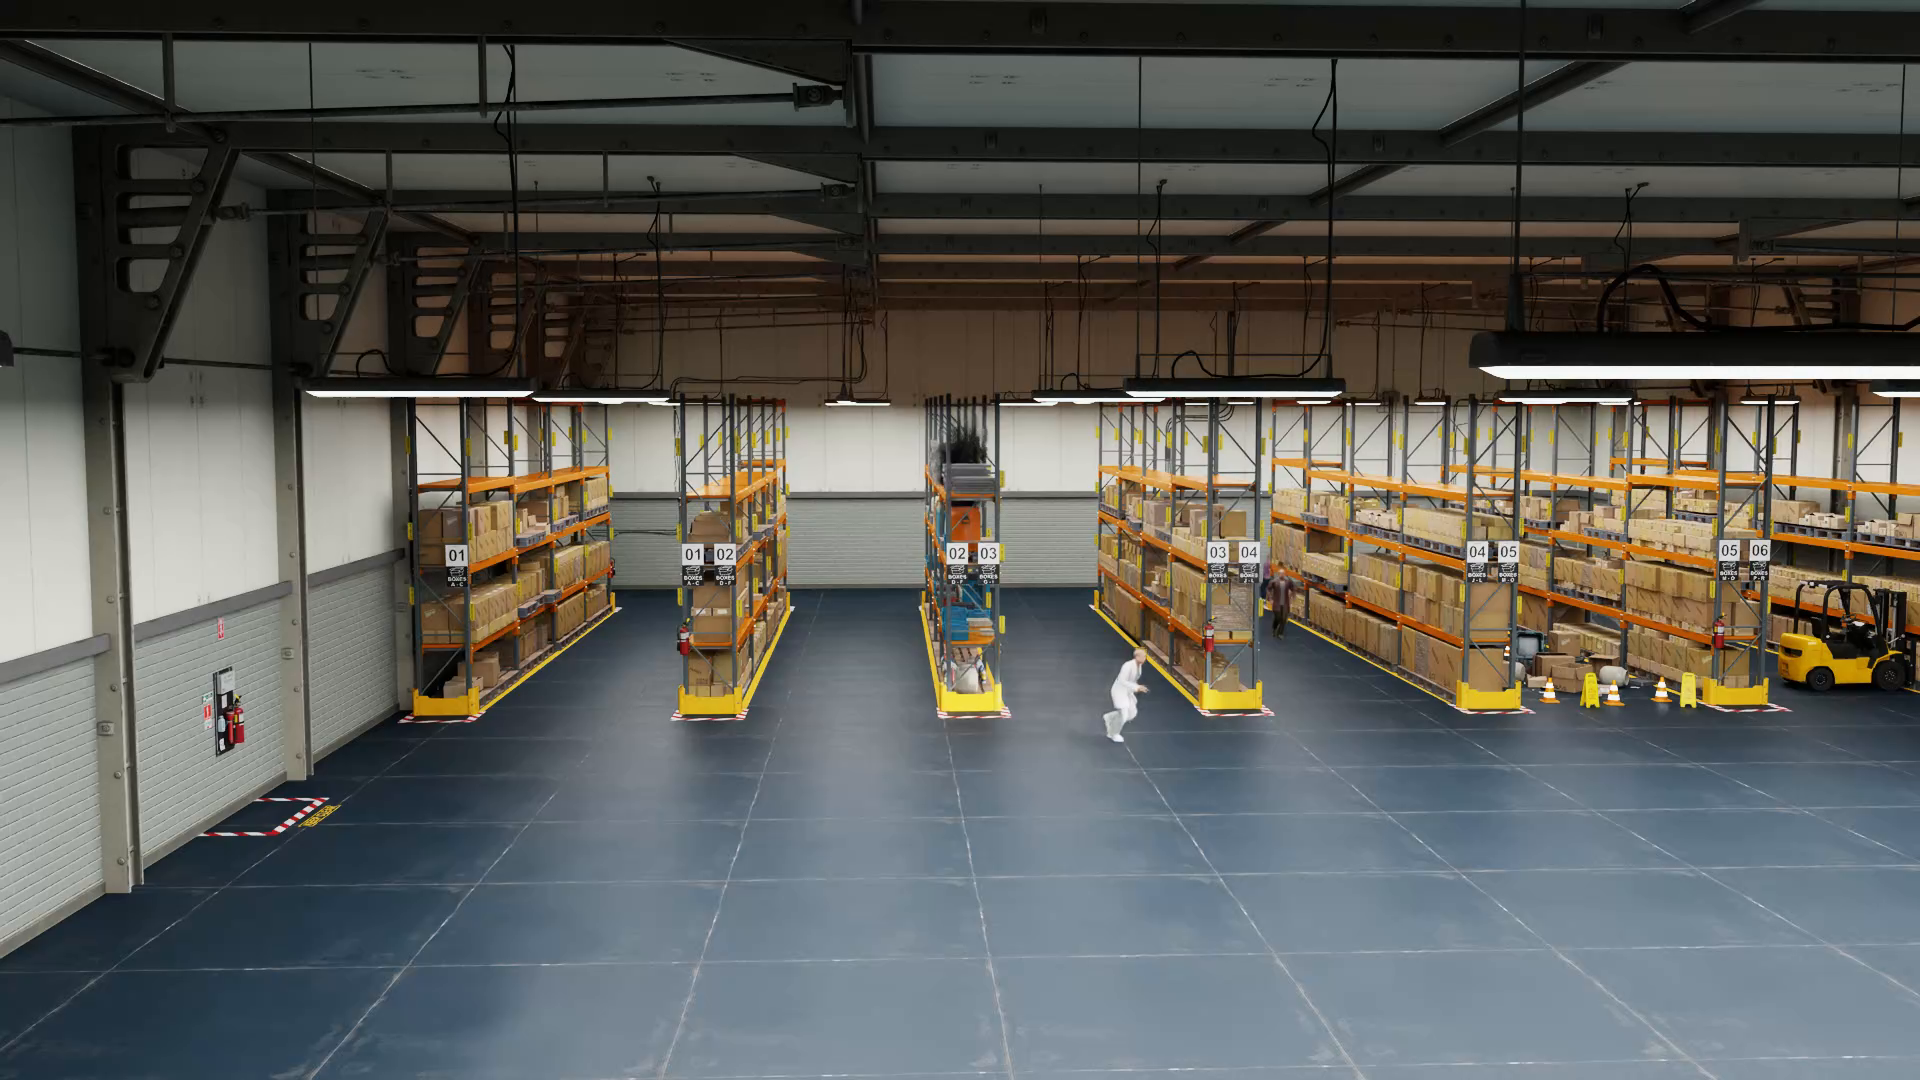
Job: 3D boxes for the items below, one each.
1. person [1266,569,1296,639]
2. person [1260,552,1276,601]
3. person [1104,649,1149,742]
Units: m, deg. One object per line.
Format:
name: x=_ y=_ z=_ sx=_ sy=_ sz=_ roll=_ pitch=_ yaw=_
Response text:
person: x=7.980 y=1.600 z=41.257 sx=0.723 sy=1.735 sz=0.629 roll=0 pitch=5 yaw=-3
person: x=9.136 y=1.086 z=49.143 sx=0.599 sy=1.509 sz=0.679 roll=-1 pitch=5 yaw=-7
person: x=2.892 y=2.666 z=28.639 sx=0.893 sy=1.629 sz=0.725 roll=3 pitch=5 yaw=32
